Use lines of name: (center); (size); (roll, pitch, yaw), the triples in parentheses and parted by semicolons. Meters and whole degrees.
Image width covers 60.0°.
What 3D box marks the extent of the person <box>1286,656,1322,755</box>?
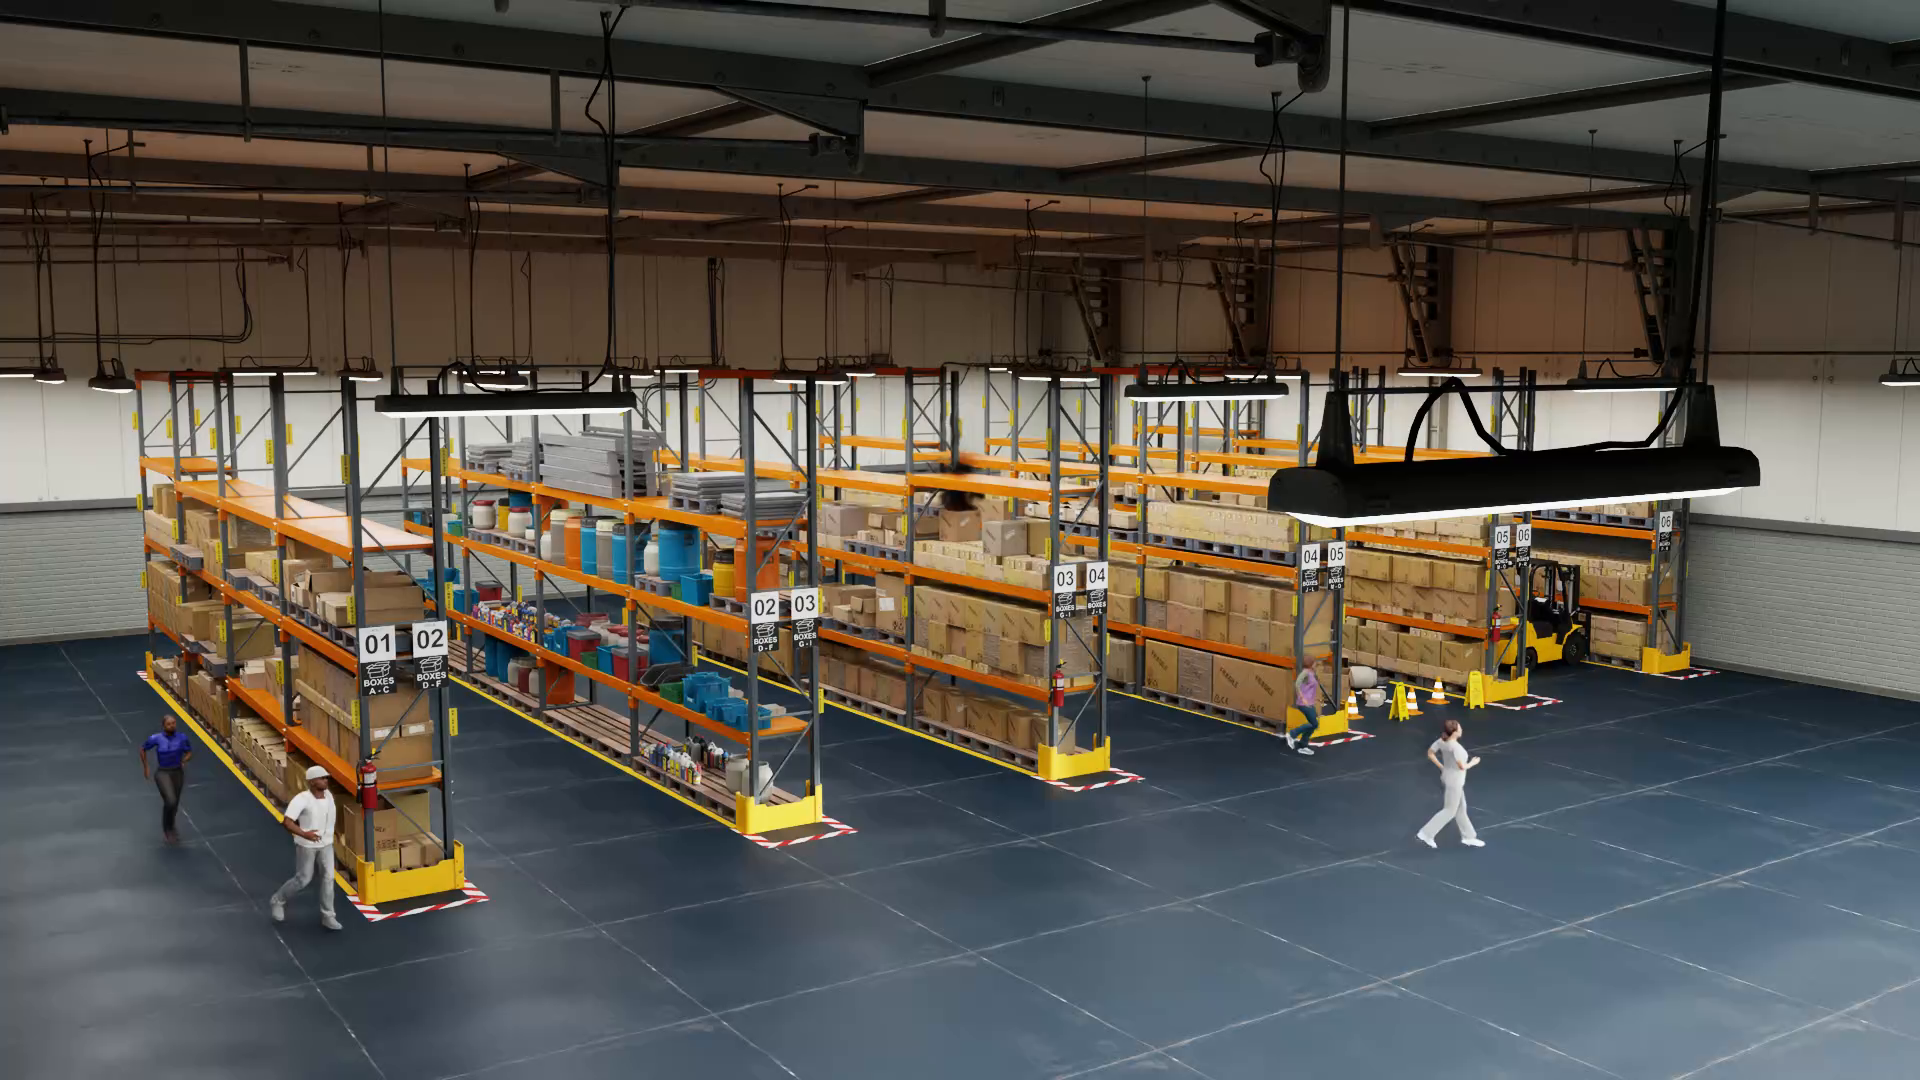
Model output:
person: (5.472, 2.600, 26.368); (0.505, 1.545, 0.581); (3, 7, 23)

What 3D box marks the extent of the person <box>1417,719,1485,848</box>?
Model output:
person: (6.244, 3.089, 21.057); (0.941, 1.662, 0.564); (-1, 6, -7)

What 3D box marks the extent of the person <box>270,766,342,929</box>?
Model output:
person: (-7.131, 3.376, 18.453); (0.971, 1.734, 0.762); (3, 7, 28)

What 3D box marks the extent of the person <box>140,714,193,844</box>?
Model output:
person: (-10.241, 3.093, 21.558); (0.806, 1.687, 0.536); (6, 9, 42)
